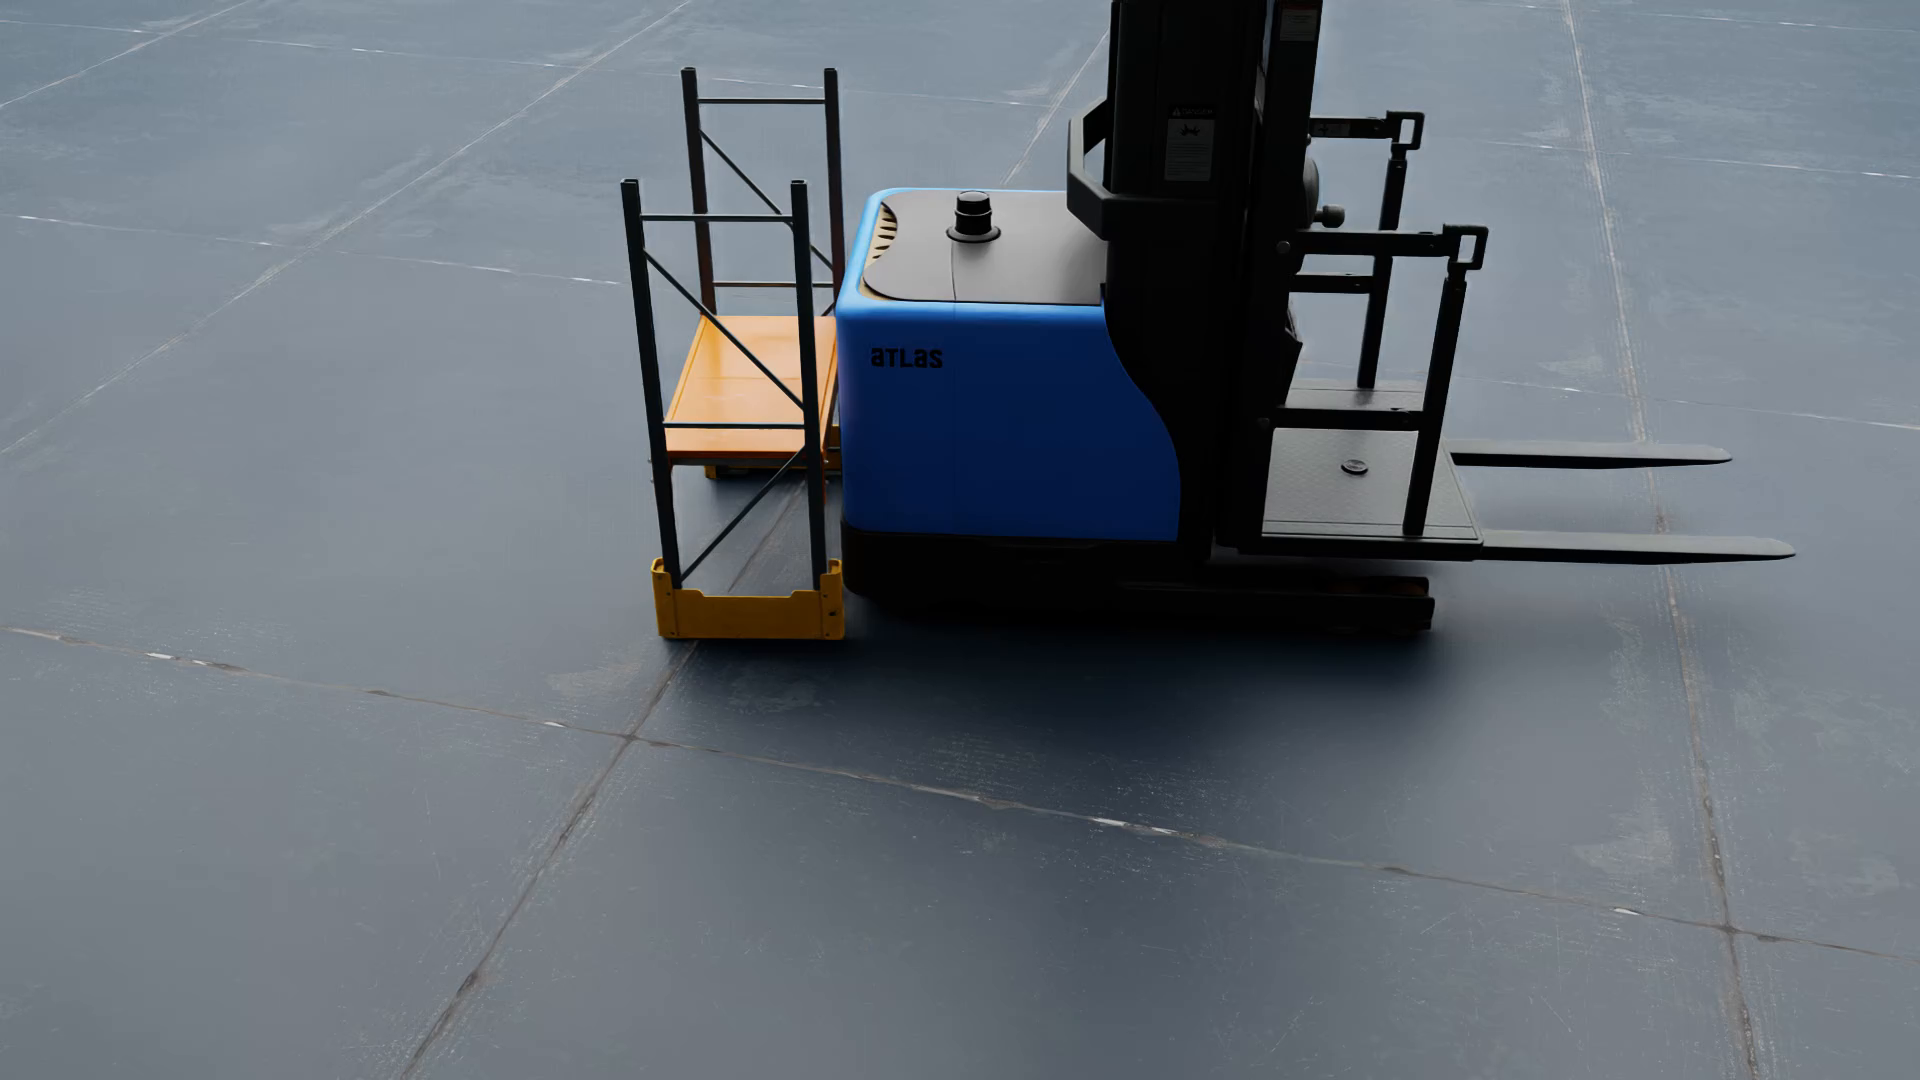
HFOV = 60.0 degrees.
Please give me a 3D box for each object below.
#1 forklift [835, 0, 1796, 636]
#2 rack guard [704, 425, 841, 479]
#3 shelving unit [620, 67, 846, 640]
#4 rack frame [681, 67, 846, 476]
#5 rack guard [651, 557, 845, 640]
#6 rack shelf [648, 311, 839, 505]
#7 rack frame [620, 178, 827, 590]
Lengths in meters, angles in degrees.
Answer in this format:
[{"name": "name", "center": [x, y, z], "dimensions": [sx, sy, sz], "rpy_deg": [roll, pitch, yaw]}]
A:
[{"name": "forklift", "center": [1.156, -1.229, 4.951], "dimensions": [3.031, 2.935, 1.130], "rpy_deg": [2, 32, 3]}, {"name": "rack guard", "center": [-0.643, -0.349, 6.067], "dimensions": [0.587, 0.250, 0.087], "rpy_deg": [1, 32, 1]}, {"name": "shelving unit", "center": [-0.652, -0.610, 5.311], "dimensions": [0.587, 1.500, 1.083], "rpy_deg": [1, 32, 1]}, {"name": "rack frame", "center": [-0.643, -0.878, 5.732], "dimensions": [0.500, 1.500, 0.032], "rpy_deg": [1, 32, 1]}, {"name": "rack guard", "center": [-0.662, 0.185, 5.226], "dimensions": [0.587, 0.250, 0.087], "rpy_deg": [1, 32, 1]}, {"name": "rack shelf", "center": [-0.653, -0.453, 5.400], "dimensions": [0.538, 0.185, 1.000], "rpy_deg": [1, 32, 1]}, {"name": "rack frame", "center": [-0.662, -0.332, 4.875], "dimensions": [0.500, 1.500, 0.032], "rpy_deg": [1, 32, 1]}]
